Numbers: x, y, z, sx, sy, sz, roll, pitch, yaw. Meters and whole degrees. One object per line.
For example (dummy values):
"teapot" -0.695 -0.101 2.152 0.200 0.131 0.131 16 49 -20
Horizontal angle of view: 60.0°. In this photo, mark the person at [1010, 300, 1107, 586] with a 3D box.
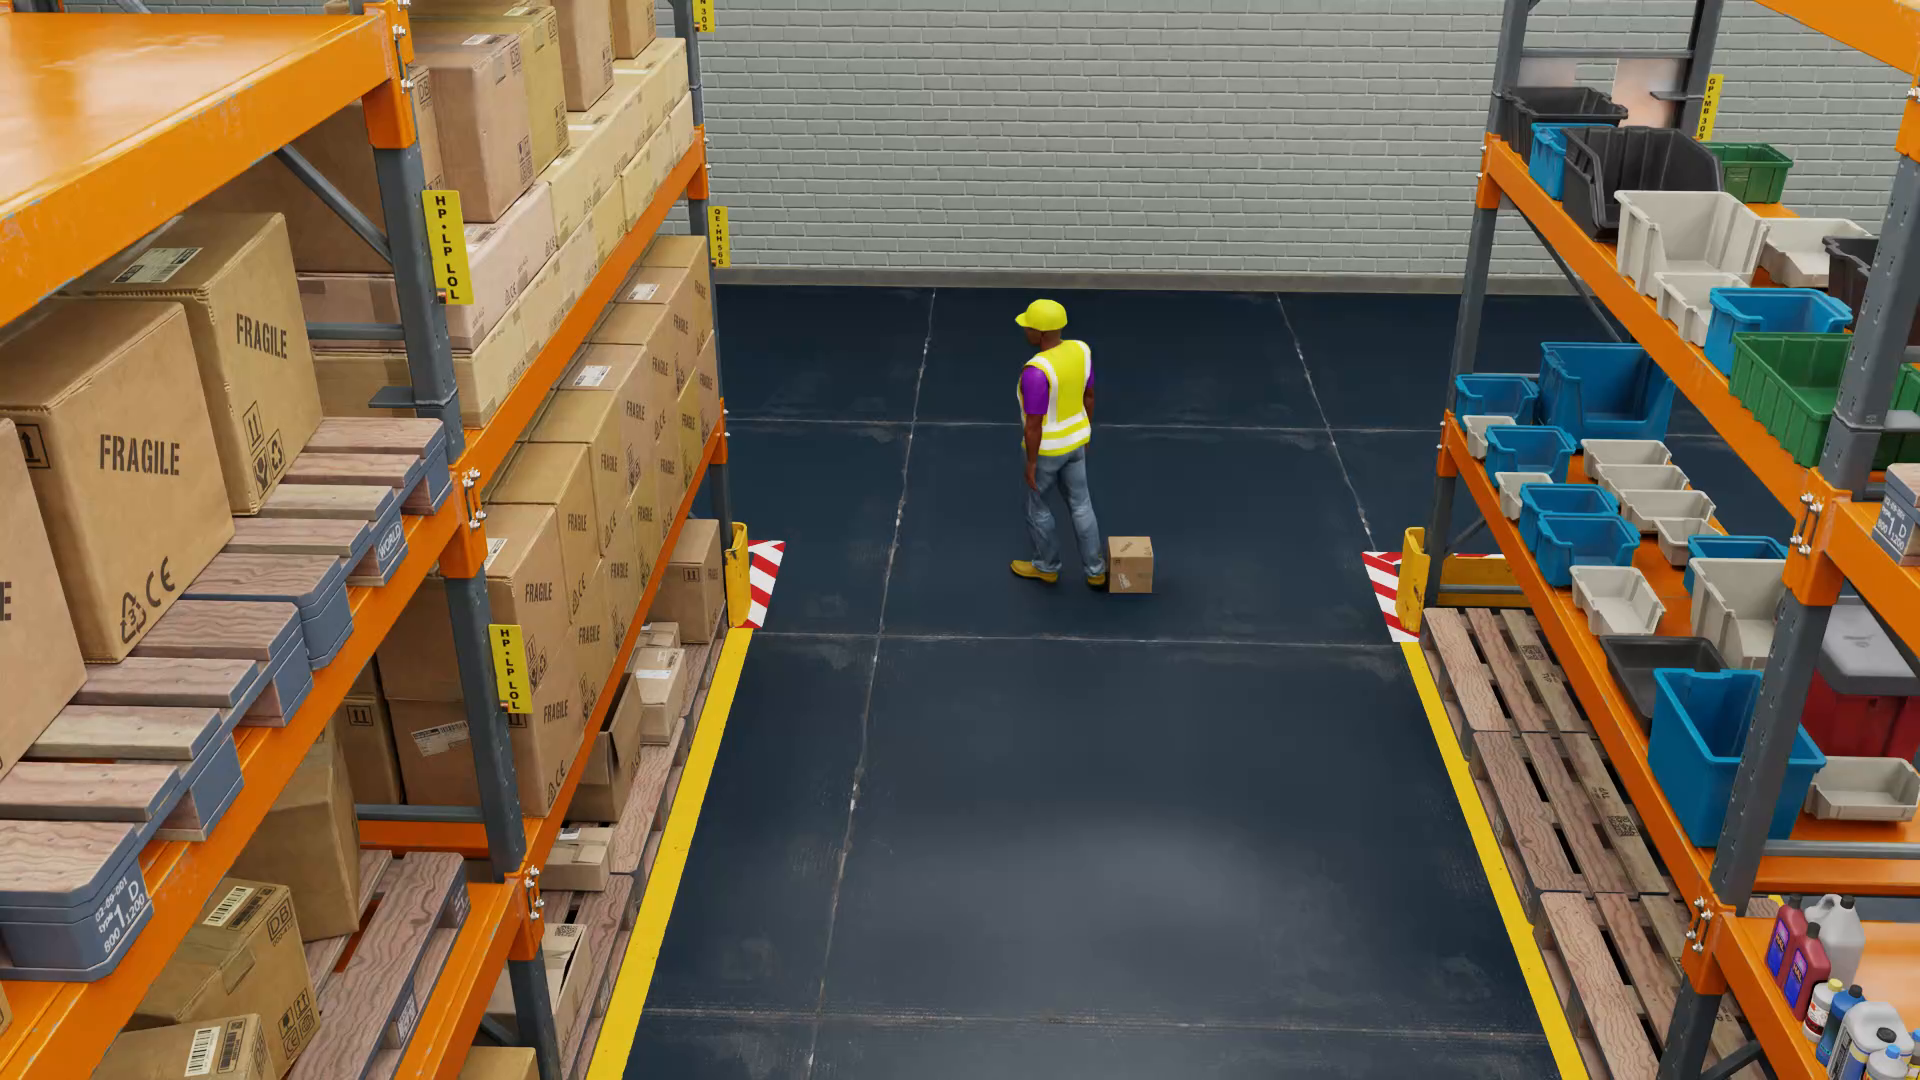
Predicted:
"person" 1.534 3.036 2.845 9.965 1.757 12.855 -24 36 -38
